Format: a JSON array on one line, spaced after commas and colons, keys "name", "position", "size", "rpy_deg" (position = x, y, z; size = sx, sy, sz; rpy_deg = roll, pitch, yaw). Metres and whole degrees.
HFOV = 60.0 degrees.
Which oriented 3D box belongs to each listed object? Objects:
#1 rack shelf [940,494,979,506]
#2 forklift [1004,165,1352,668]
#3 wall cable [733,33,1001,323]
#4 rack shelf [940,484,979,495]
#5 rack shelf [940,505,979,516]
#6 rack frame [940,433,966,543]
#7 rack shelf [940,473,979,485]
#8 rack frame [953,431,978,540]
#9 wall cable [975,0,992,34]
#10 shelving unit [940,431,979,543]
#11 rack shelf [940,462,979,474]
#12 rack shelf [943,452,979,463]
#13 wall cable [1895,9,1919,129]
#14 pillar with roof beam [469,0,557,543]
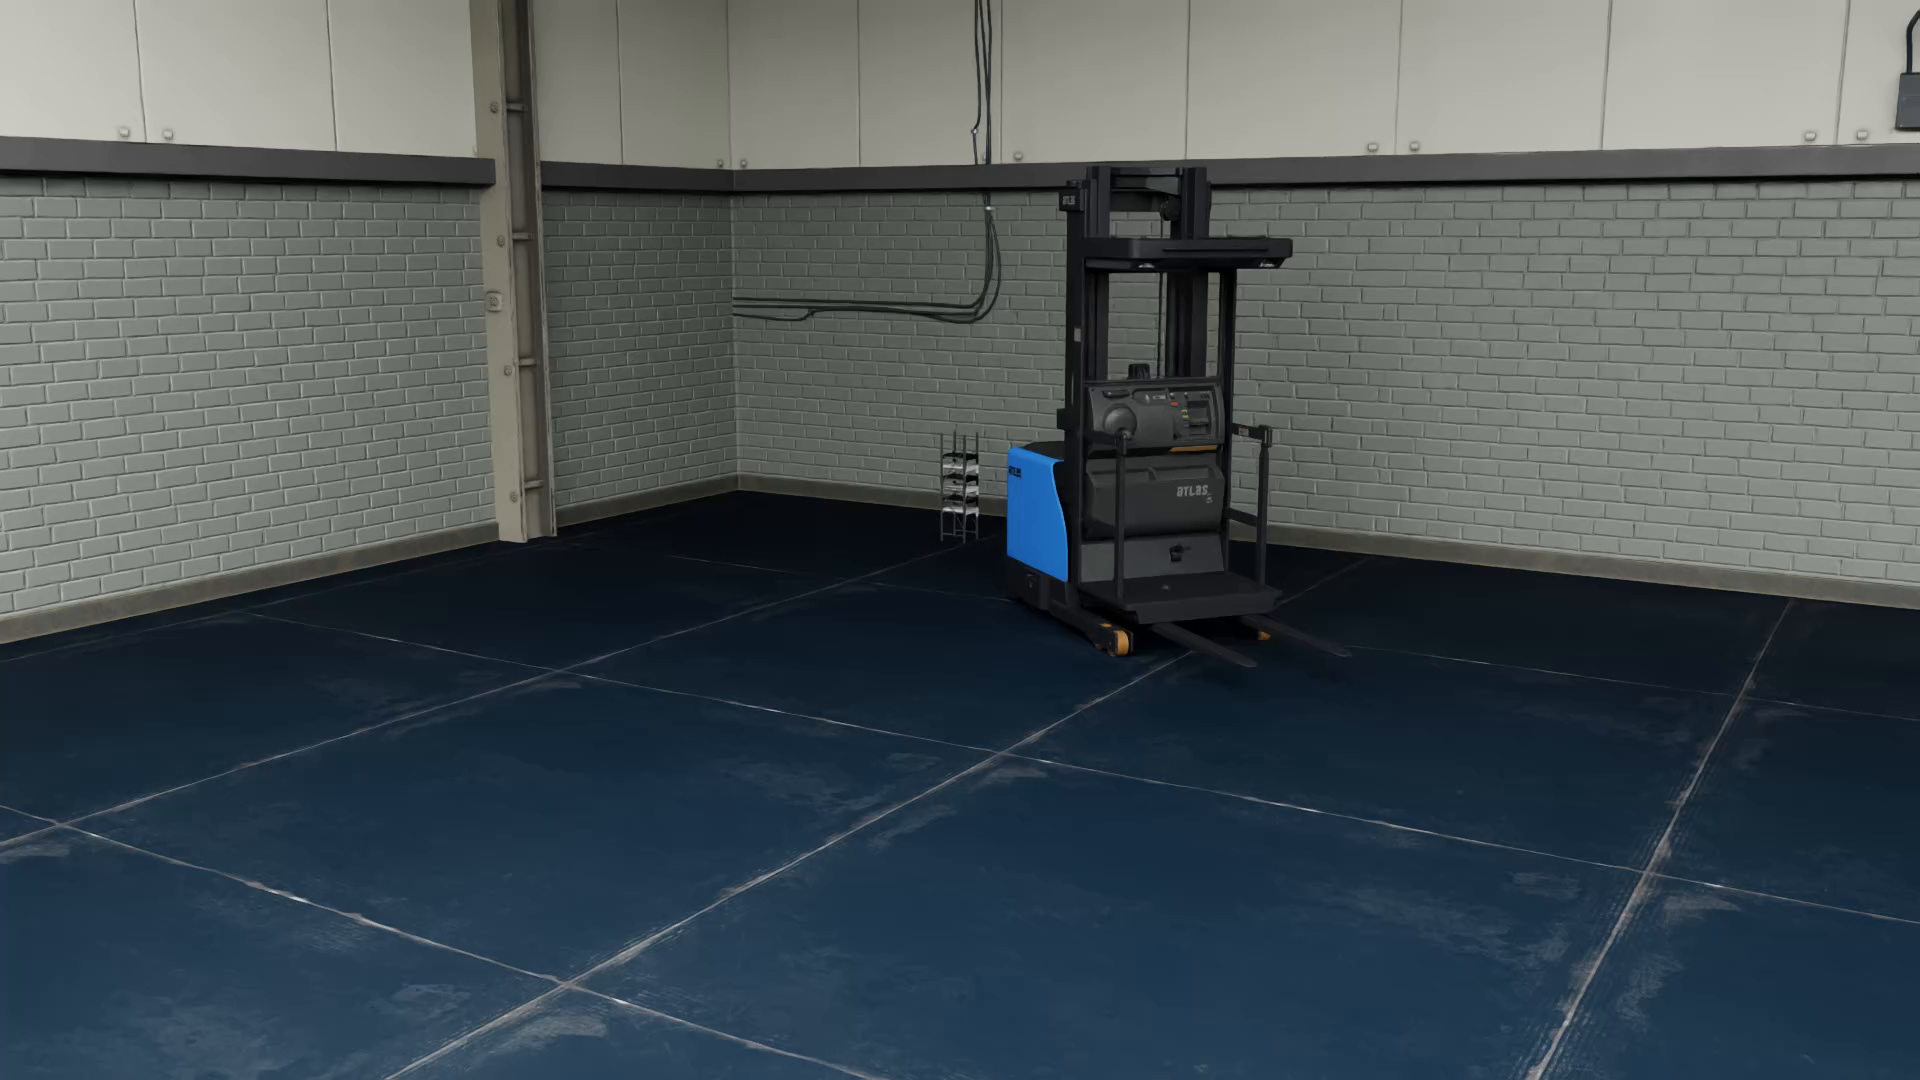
[{"name": "rack shelf", "position": [-0.004, -0.320, 13.802], "size": [0.258, 0.077, 0.200], "rpy_deg": [6, 12, 31]}, {"name": "forklift", "position": [1.320, -0.818, 10.275], "size": [1.130, 2.935, 3.031], "rpy_deg": [-4, 11, -21]}, {"name": "wall cable", "position": [-0.978, -3.254, 15.236], "size": [3.097, 2.526, 0.112], "rpy_deg": [6, 12, 31]}, {"name": "rack shelf", "position": [-0.004, -0.408, 13.785], "size": [0.258, 0.077, 0.200], "rpy_deg": [6, 12, 31]}, {"name": "rack shelf", "position": [-0.004, -0.231, 13.818], "size": [0.258, 0.077, 0.200], "rpy_deg": [6, 12, 31]}, {"name": "rack frame", "position": [-0.057, -0.425, 13.694], "size": [0.240, 0.900, 0.006], "rpy_deg": [6, 12, 31]}, {"name": "rack shelf", "position": [-0.004, -0.497, 13.769], "size": [0.258, 0.077, 0.200], "rpy_deg": [6, 12, 31]}, {"name": "rack frame", "position": [0.049, -0.457, 13.864], "size": [0.240, 0.900, 0.006], "rpy_deg": [6, 12, 31]}, {"name": "wall cable", "position": [1.334, -5.478, 13.391], "size": [3.097, 2.526, 0.112], "rpy_deg": [6, 12, 31]}, {"name": "shelving unit", "position": [-0.004, -0.441, 13.779], "size": [0.258, 0.900, 0.210], "rpy_deg": [6, 12, 31]}, {"name": "rack shelf", "position": [-0.004, -0.585, 13.752], "size": [0.258, 0.077, 0.200], "rpy_deg": [6, 12, 31]}, {"name": "rack shelf", "position": [-0.004, -0.674, 13.735], "size": [0.258, 0.077, 0.200], "rpy_deg": [6, 12, 31]}, {"name": "wall cable", "position": [7.127, -5.543, 9.779], "size": [2.305, 6.003, 0.169], "rpy_deg": [6, 12, 31]}, {"name": "pillar with roof beam", "position": [0.041, -4.032, 10.953], "size": [9.100, 9.000, 0.400], "rpy_deg": [6, 12, 31]}]
